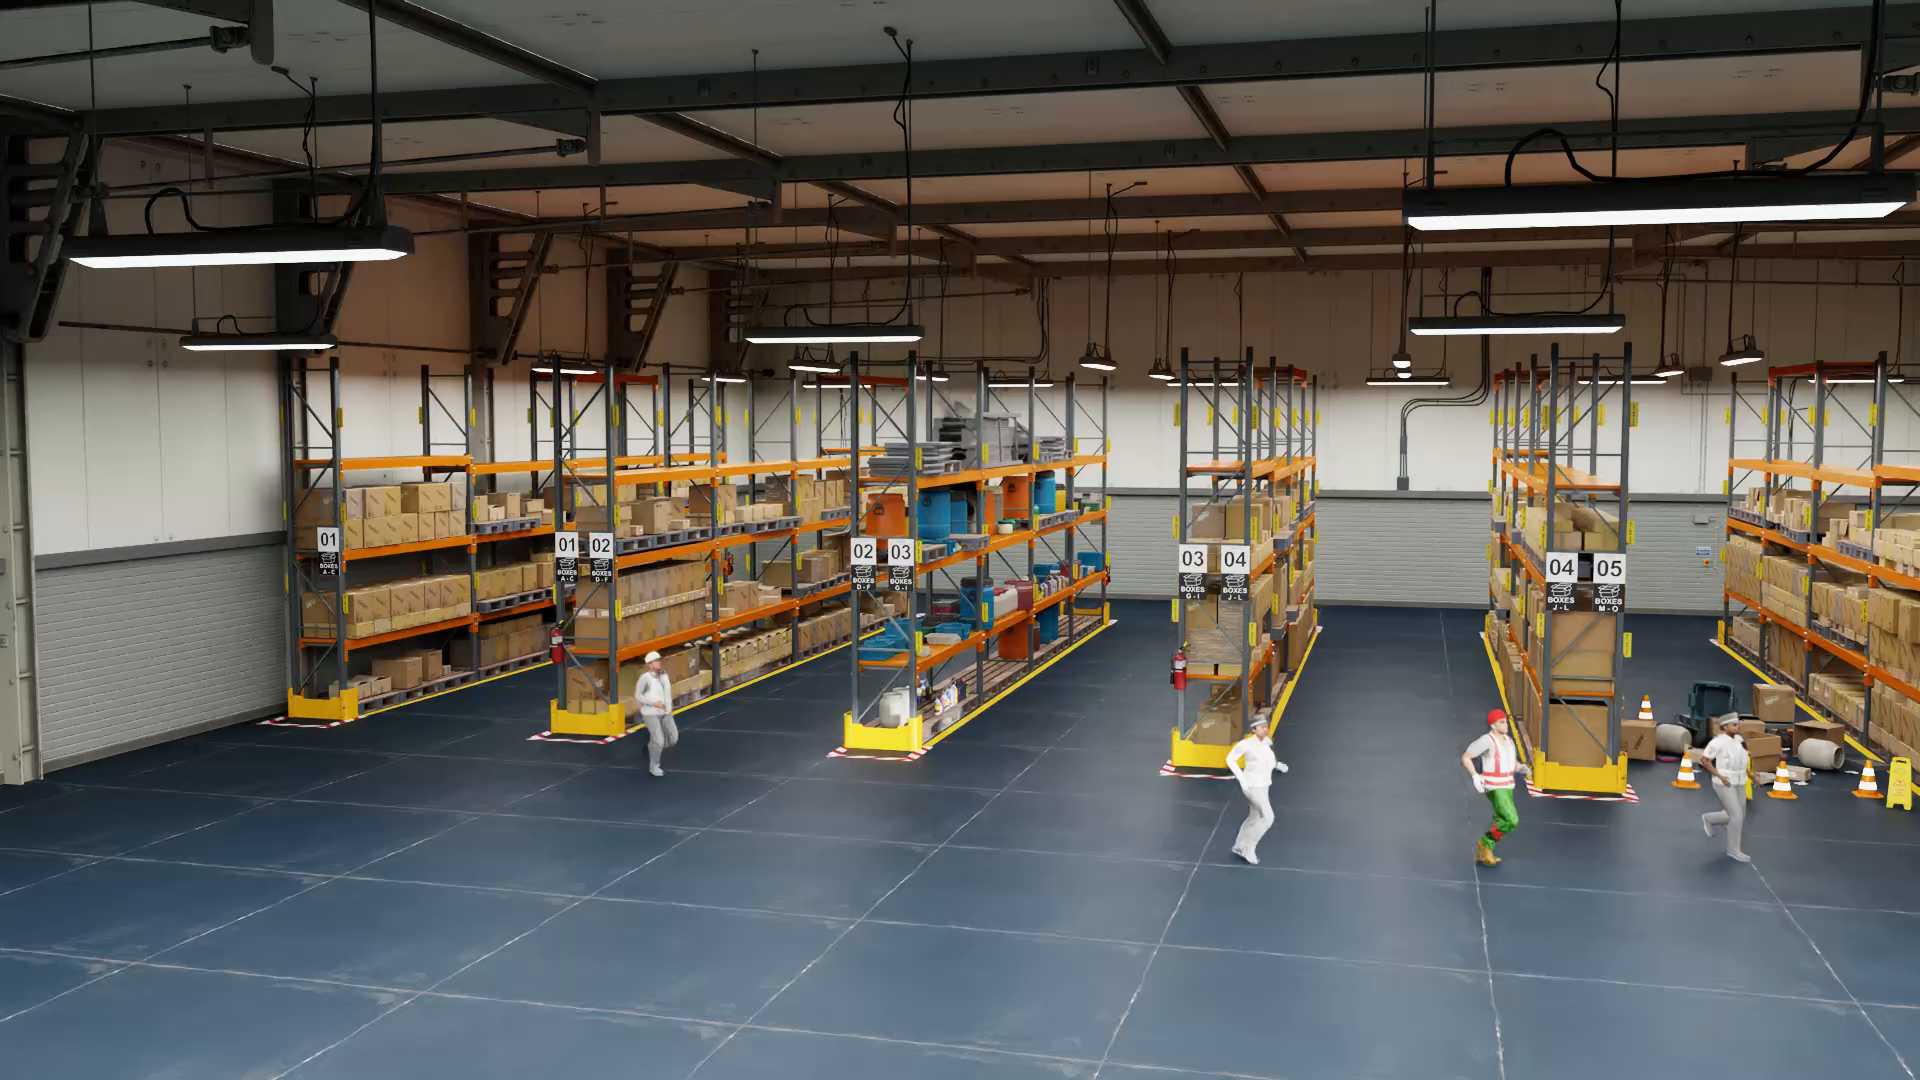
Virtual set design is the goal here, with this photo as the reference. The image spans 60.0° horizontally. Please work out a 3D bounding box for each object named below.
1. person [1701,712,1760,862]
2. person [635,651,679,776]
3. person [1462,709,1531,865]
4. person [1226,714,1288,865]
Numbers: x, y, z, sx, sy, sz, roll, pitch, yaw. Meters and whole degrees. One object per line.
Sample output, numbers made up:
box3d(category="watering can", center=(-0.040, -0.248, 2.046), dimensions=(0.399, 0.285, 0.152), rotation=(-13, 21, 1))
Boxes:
box3d(category="person", center=(8.768, 2.788, 19.033), dimensions=(0.577, 1.680, 0.688), rotation=(-2, 5, -26))
box3d(category="person", center=(-4.251, 2.428, 23.354), dimensions=(0.573, 1.738, 0.710), rotation=(3, 5, 35))
box3d(category="person", center=(6.012, 2.754, 18.457), dimensions=(0.649, 1.742, 0.642), rotation=(-3, 5, -39))
box3d(category="person", center=(3.376, 2.796, 18.728), dimensions=(0.584, 1.710, 0.659), rotation=(-4, 6, -43))
